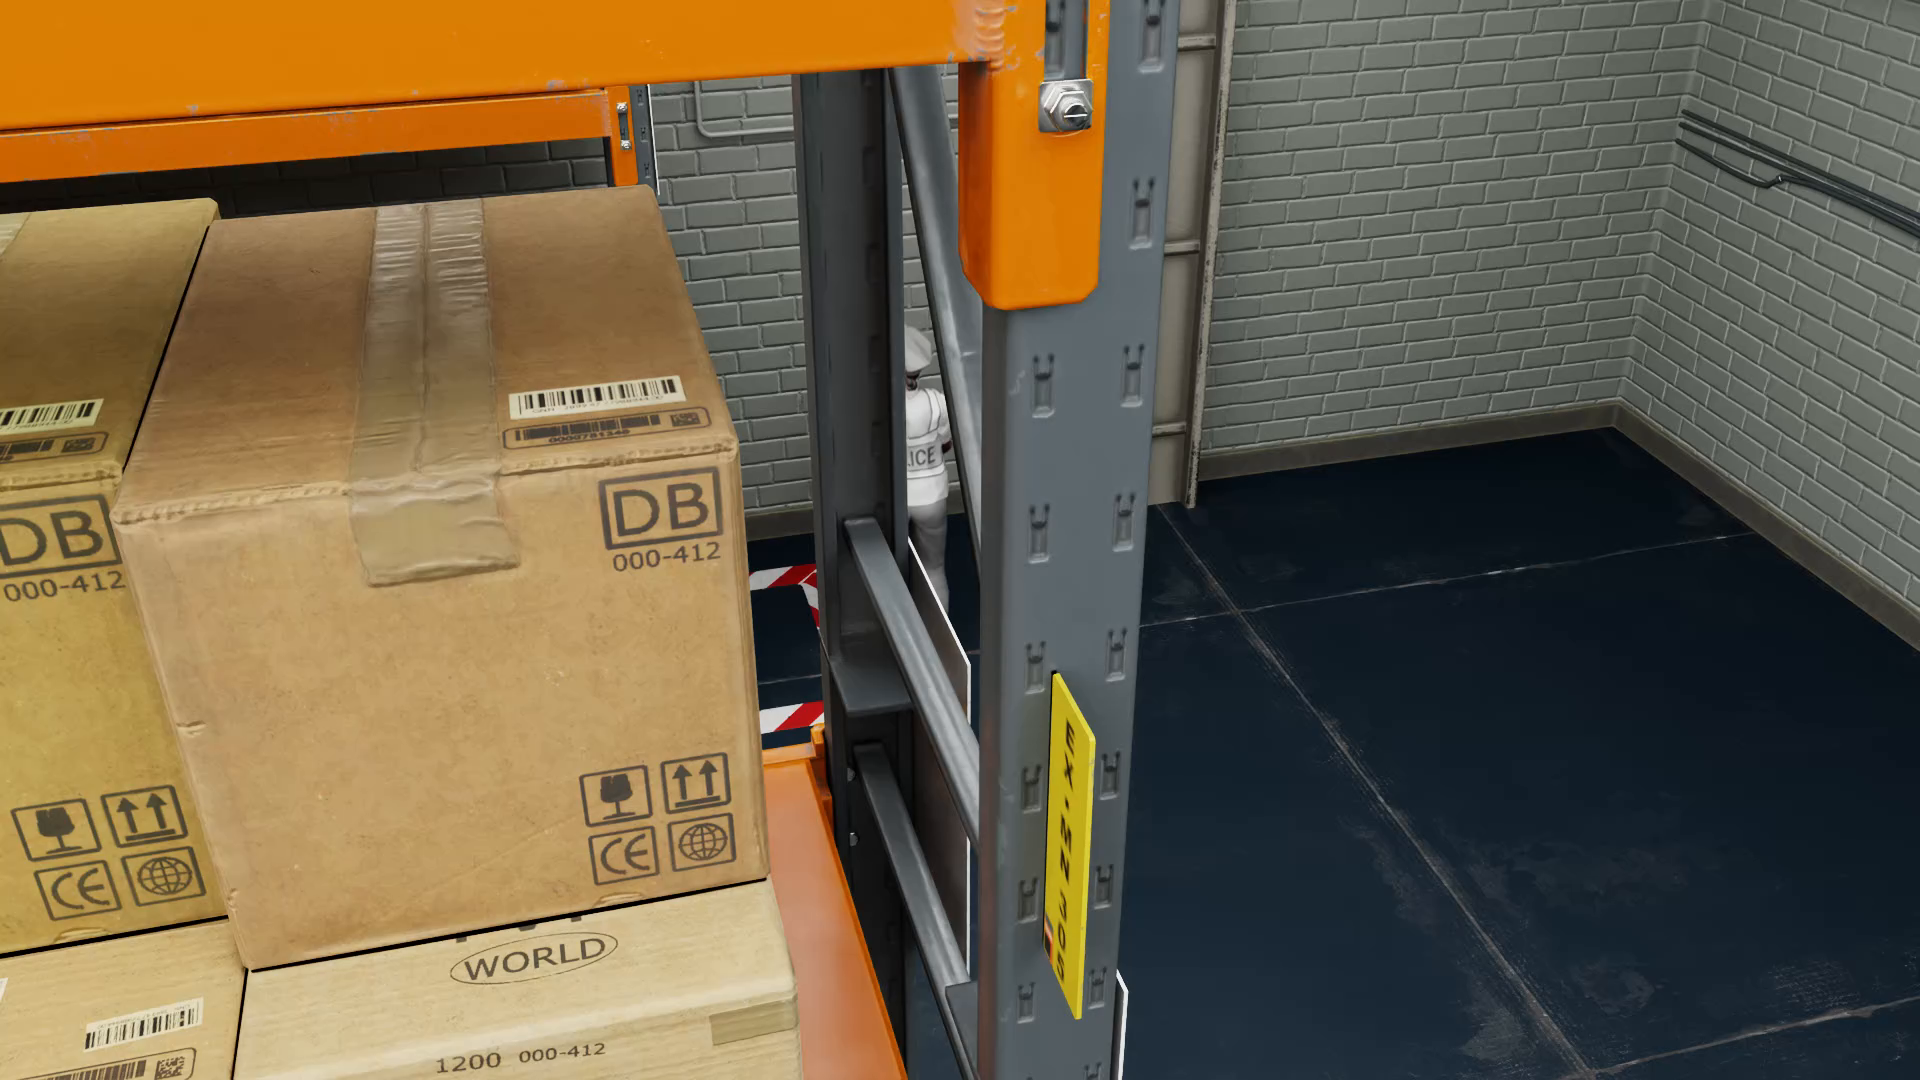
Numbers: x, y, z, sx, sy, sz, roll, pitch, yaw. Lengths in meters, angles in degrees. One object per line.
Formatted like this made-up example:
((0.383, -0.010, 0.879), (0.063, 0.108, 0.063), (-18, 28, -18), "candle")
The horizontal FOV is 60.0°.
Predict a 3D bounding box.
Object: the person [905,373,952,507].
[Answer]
((-0.264, -0.567, 7.266), (0.450, 0.791, 0.517), (-7, 31, -12), "person")
